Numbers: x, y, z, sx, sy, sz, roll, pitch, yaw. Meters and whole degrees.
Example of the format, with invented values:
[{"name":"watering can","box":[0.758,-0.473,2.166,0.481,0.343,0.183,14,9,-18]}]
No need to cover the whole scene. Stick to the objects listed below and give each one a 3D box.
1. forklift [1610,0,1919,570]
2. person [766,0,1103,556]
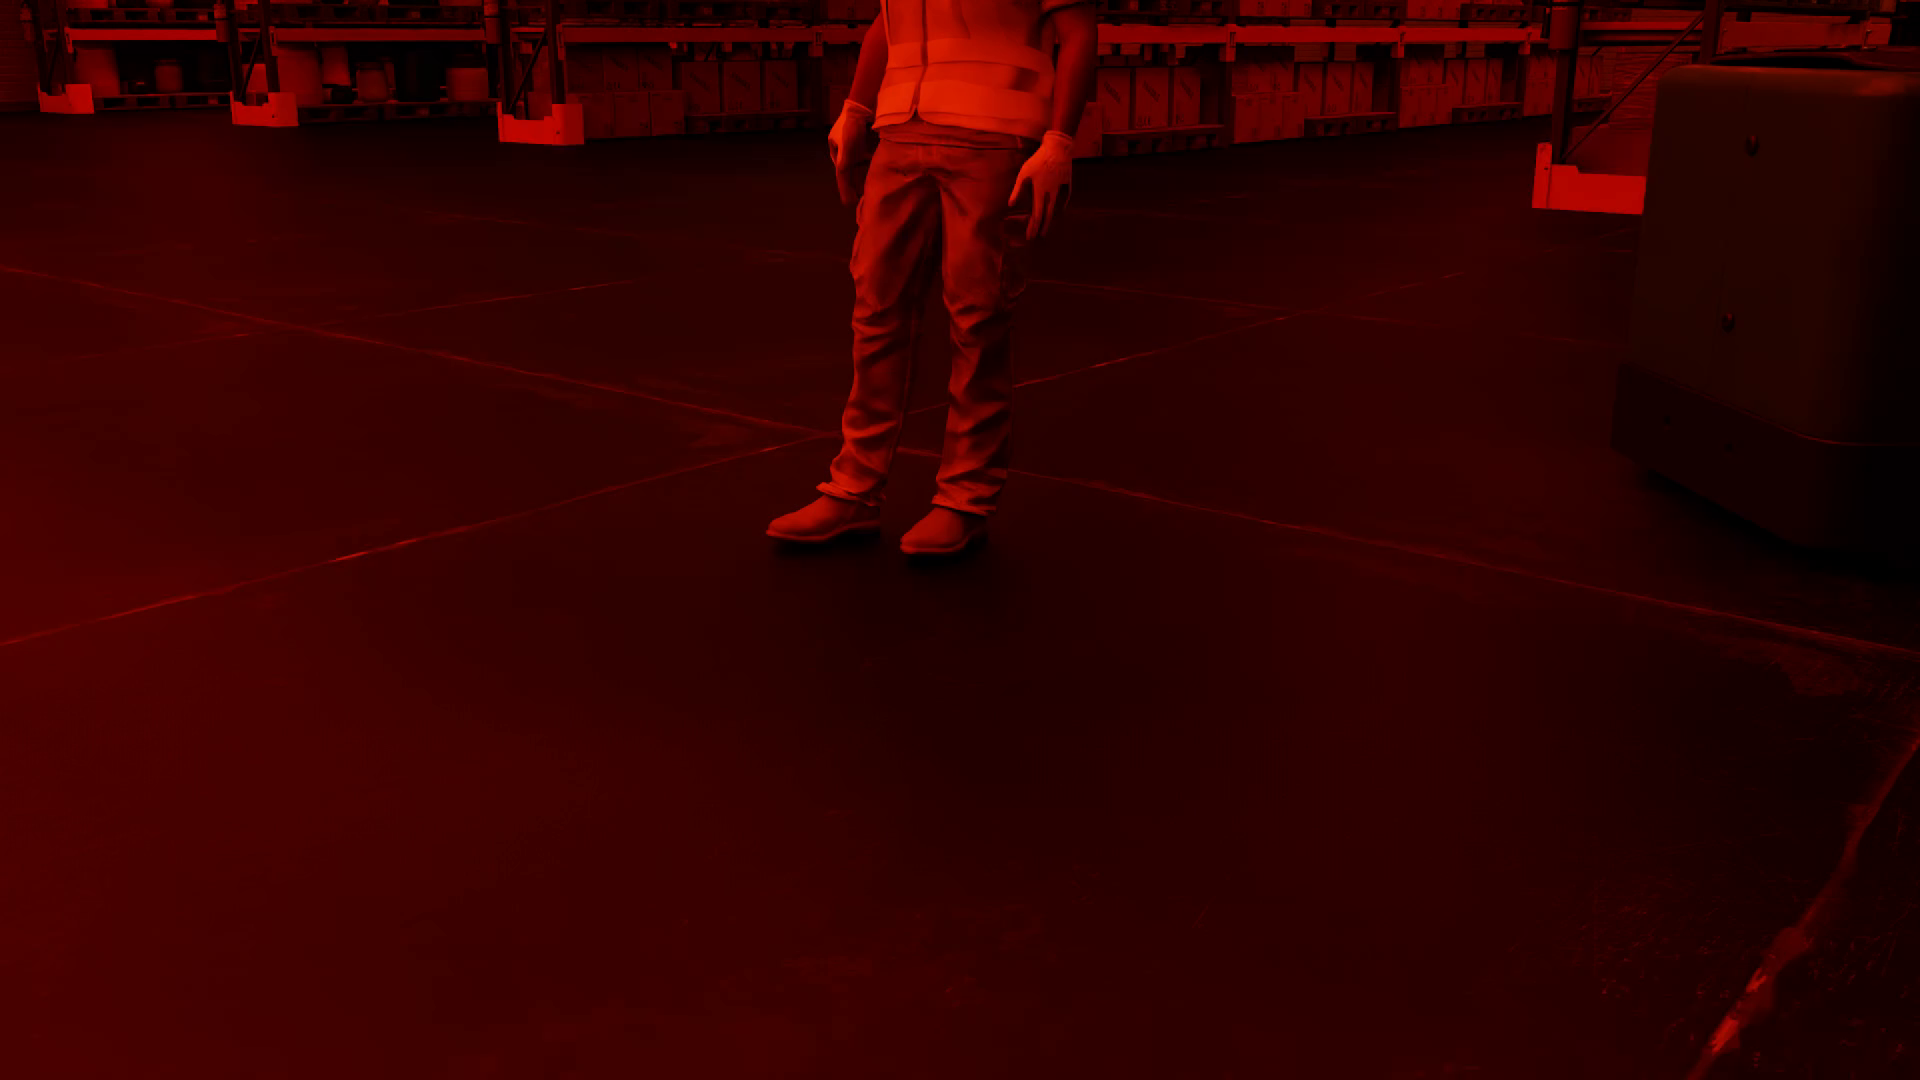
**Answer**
[{"name":"forklift","box":[3.309,-1.489,3.802,3.031,2.935,1.130,-1,17,-4]},{"name":"person","box":[-0.052,-0.845,3.632,0.656,1.784,0.575,13,21,37]}]
